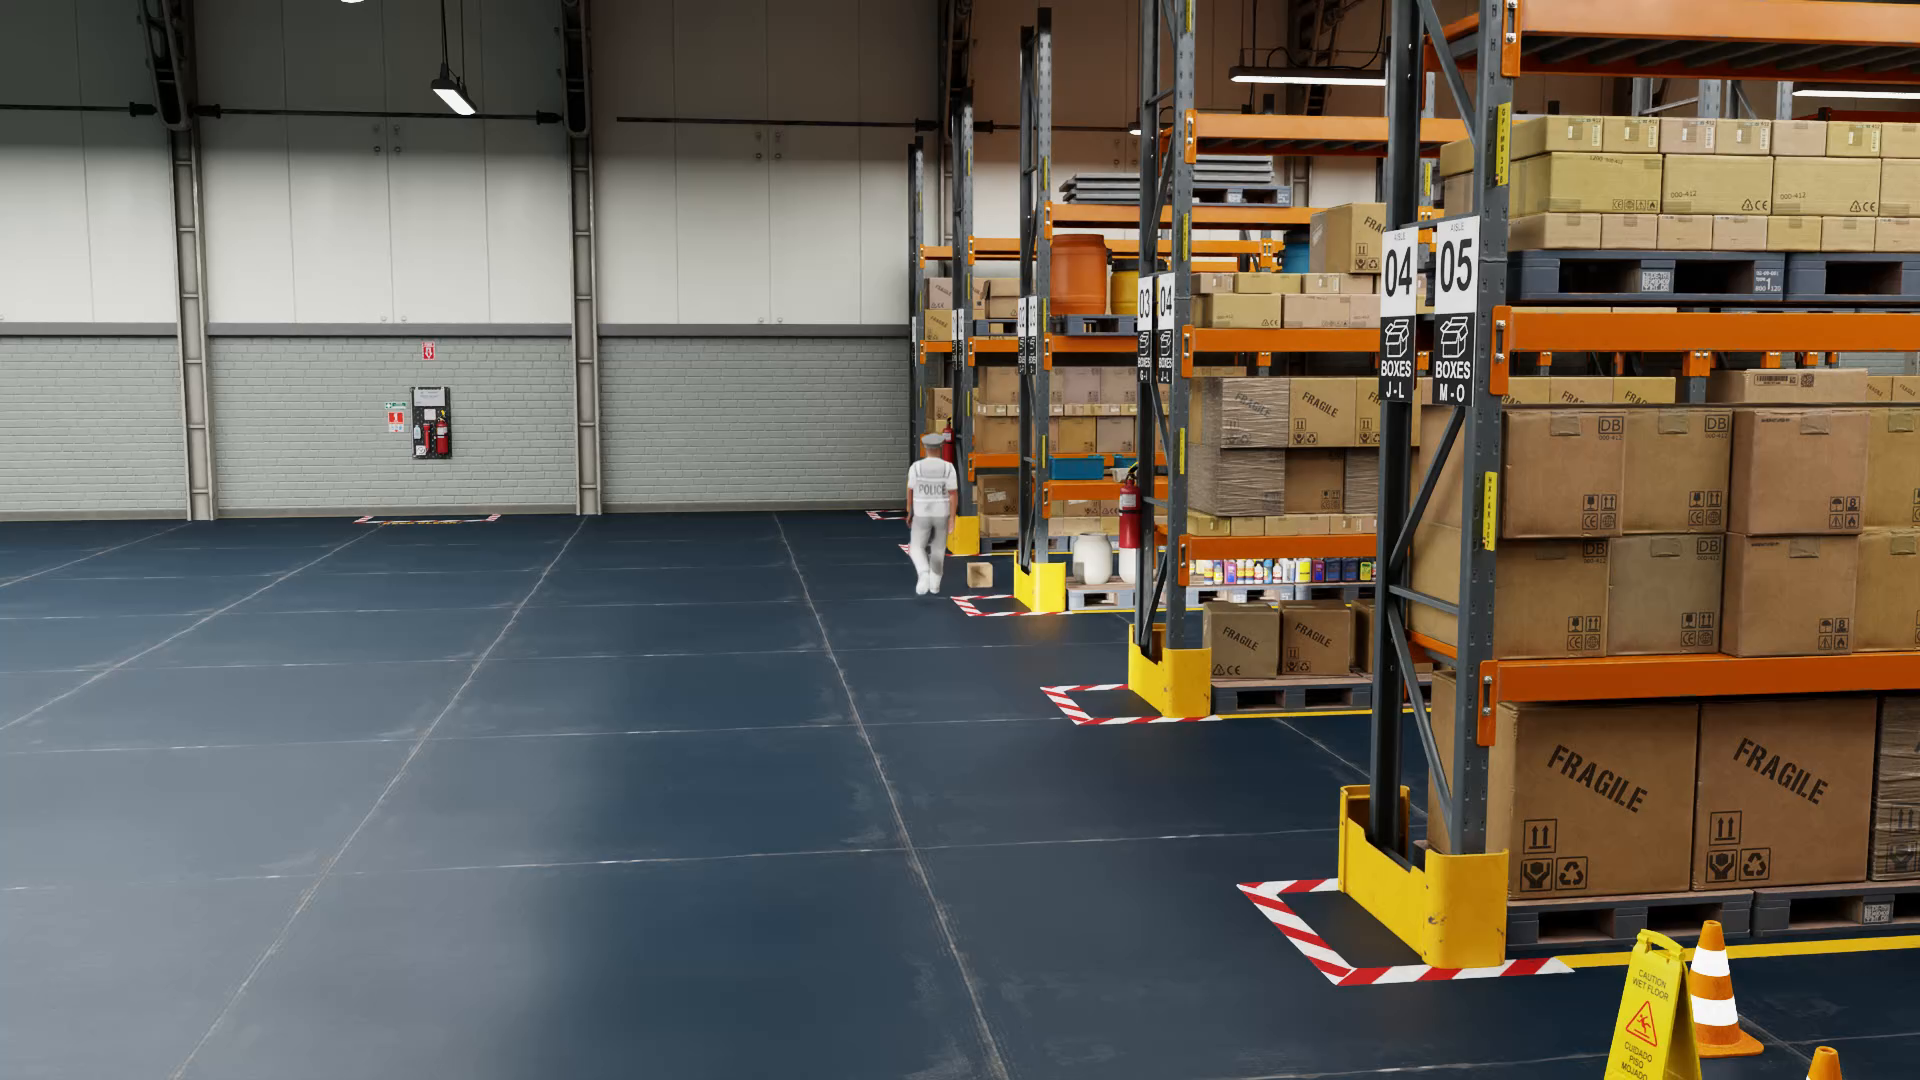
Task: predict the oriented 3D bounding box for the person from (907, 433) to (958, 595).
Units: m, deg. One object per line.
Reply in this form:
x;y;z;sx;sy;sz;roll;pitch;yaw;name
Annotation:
-0.301;-0.274;17.925;0.532;1.738;0.842;-1;7;-9;person
